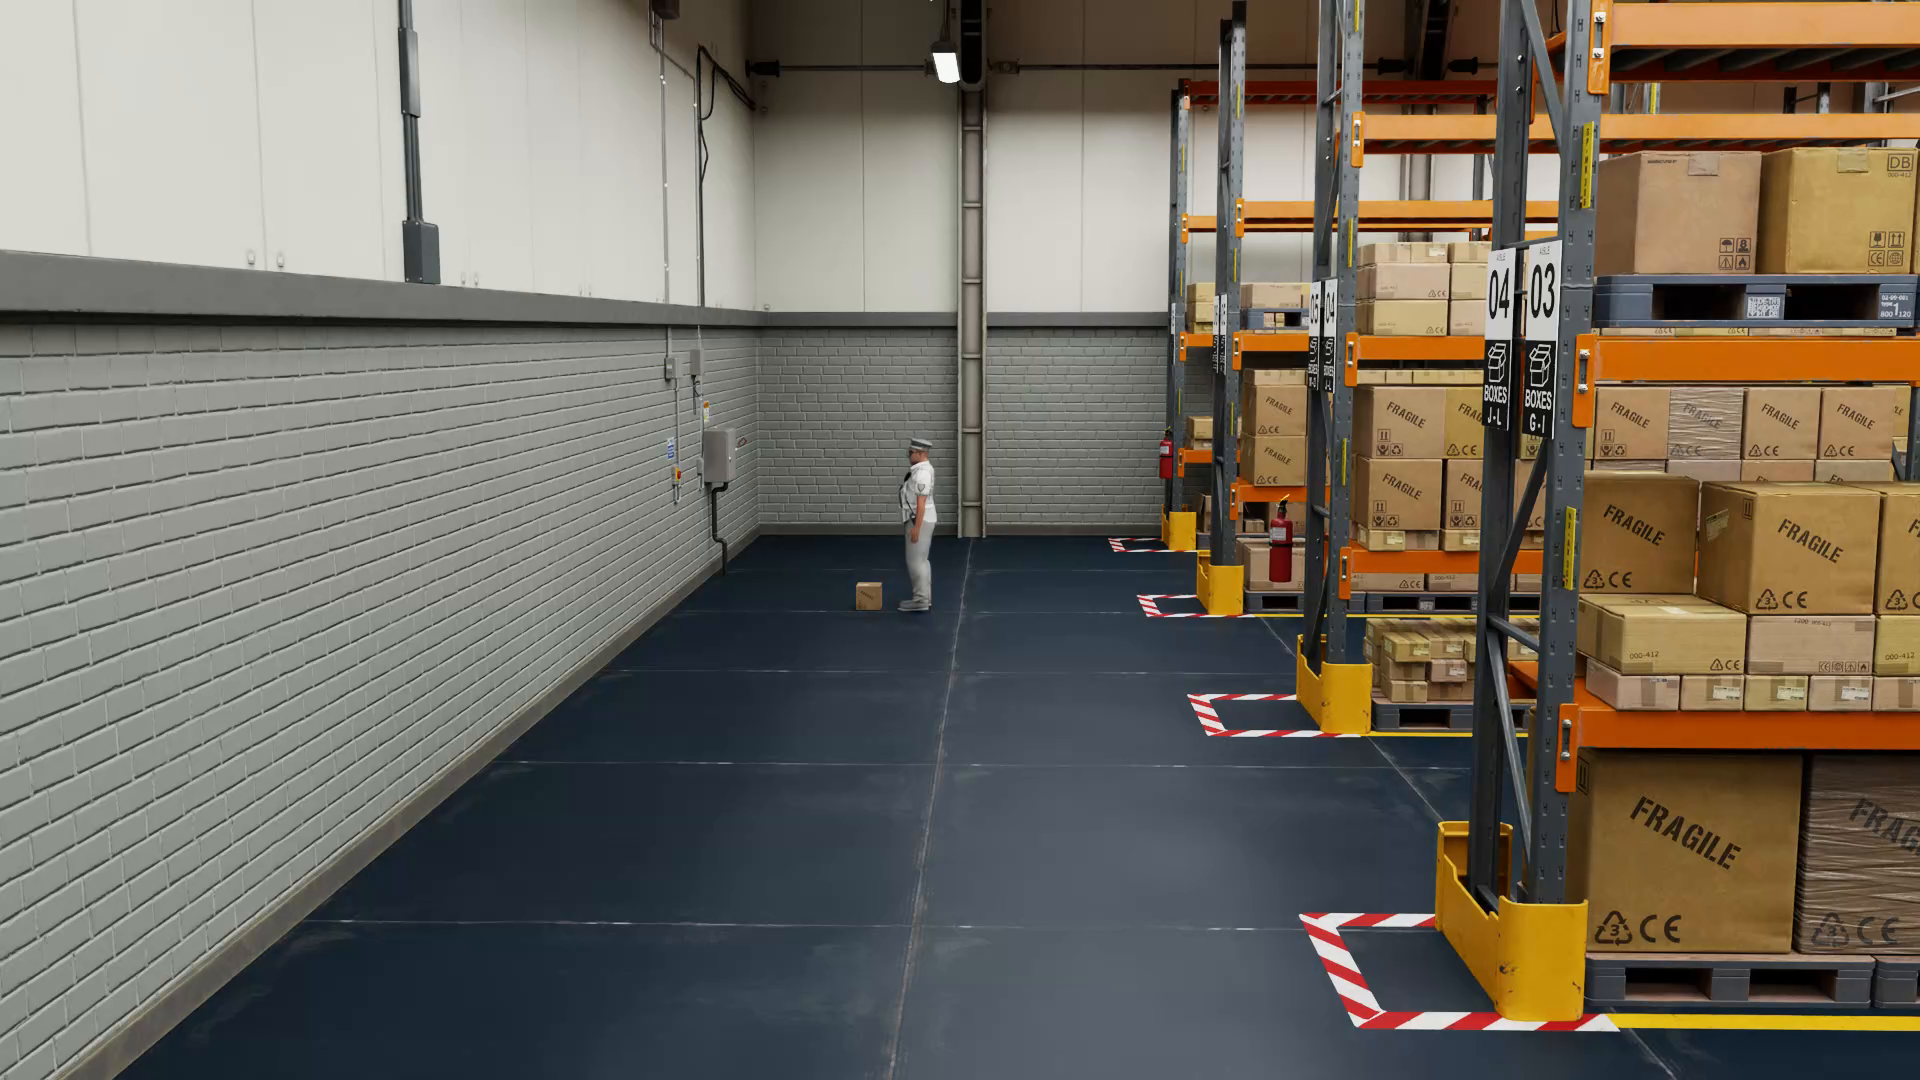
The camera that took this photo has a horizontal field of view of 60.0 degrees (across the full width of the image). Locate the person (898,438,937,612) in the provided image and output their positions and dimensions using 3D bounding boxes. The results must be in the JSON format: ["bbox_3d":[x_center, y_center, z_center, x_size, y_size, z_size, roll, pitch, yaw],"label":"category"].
[{"bbox_3d":[-0.433,-0.168,17.032,0.394,1.769,0.540,0,7,2],"label":"person"}]
